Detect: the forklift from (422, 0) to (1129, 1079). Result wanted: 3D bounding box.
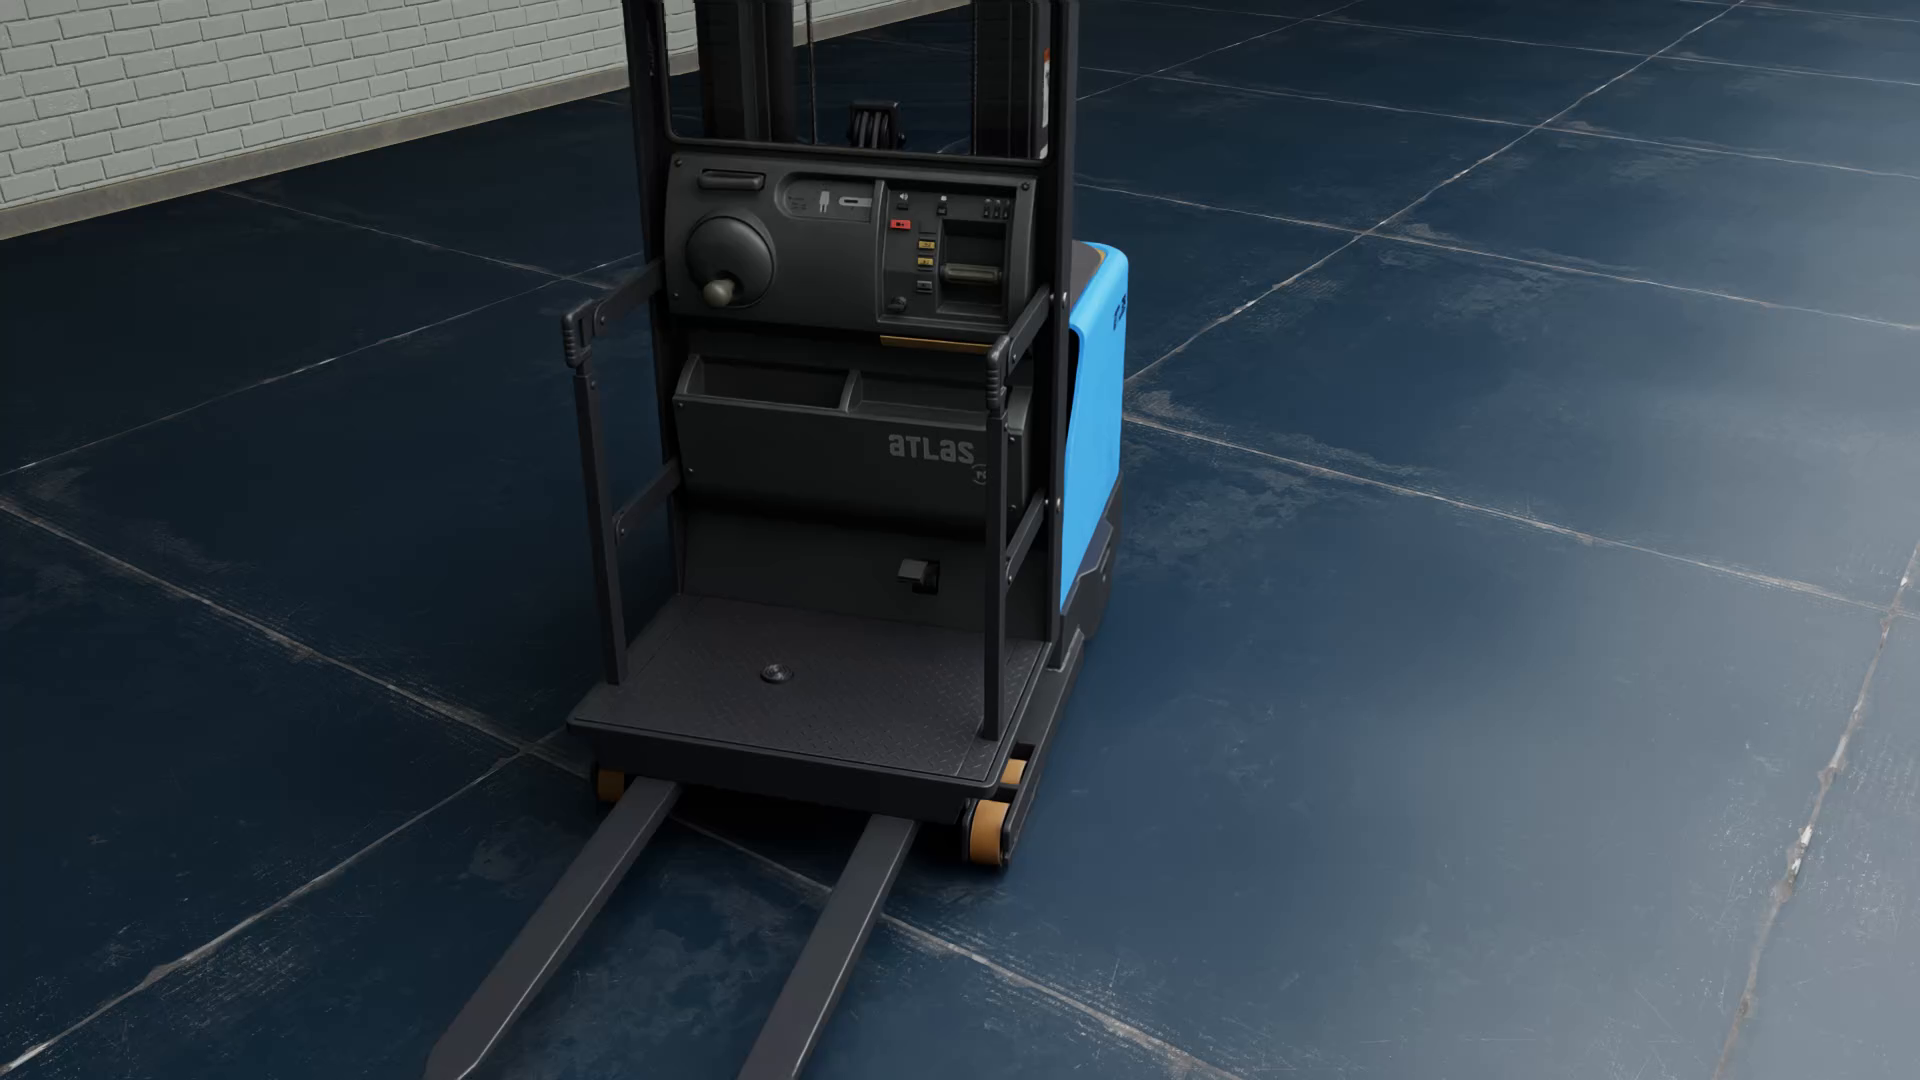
[{"bbox_3d":[-0.330,-0.687,3.867,1.130,2.935,3.031,7,28,13],"label":"forklift"}]
